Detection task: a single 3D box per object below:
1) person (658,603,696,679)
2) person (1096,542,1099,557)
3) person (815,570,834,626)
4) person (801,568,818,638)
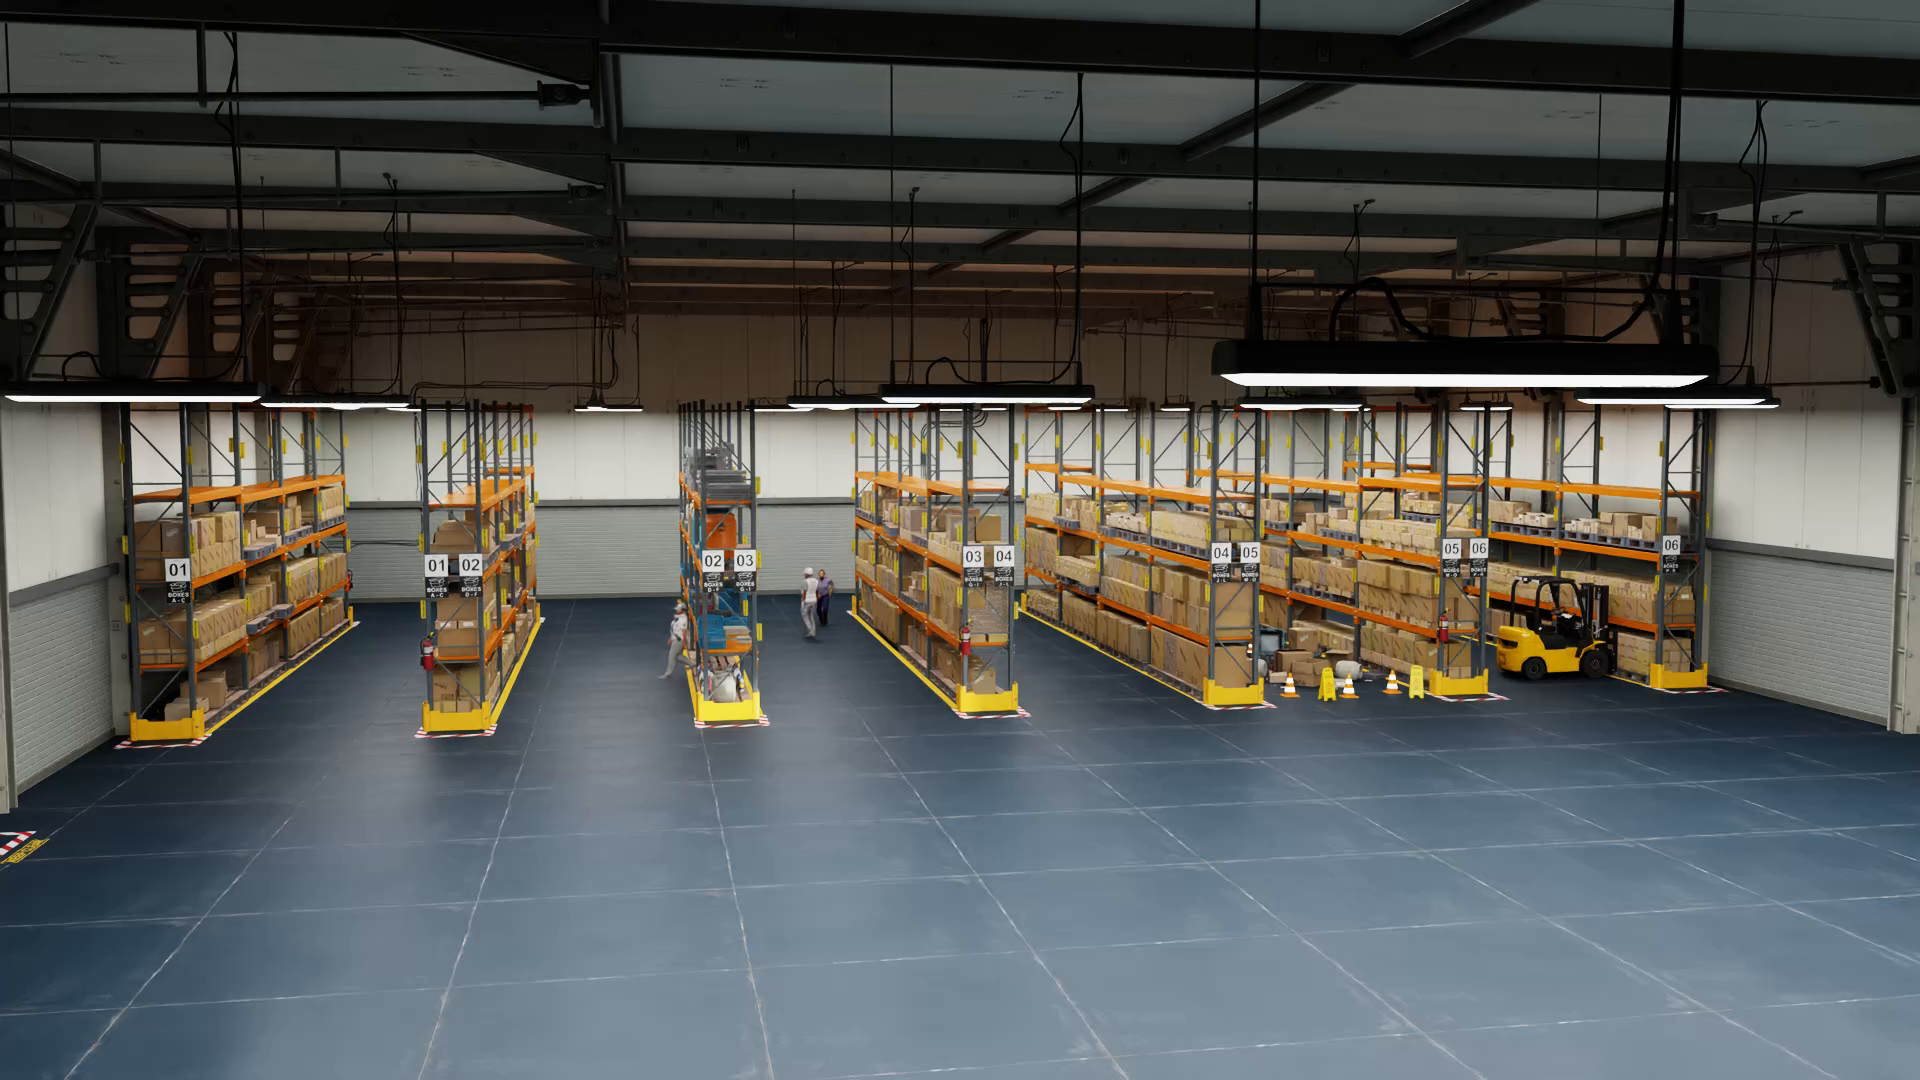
[{"bbox_3d":[-6.128,2.175,36.001,0.837,1.626,0.493,-1,4,-14],"label":"person"},{"bbox_3d":[4.361,0.890,52.934,0.447,1.649,0.744,4,6,40],"label":"person"},{"bbox_3d":[-3.708,1.559,44.883,0.617,1.561,0.750,0,4,-1],"label":"person"},{"bbox_3d":[-3.867,1.629,42.768,0.426,1.836,0.612,4,6,39],"label":"person"}]
